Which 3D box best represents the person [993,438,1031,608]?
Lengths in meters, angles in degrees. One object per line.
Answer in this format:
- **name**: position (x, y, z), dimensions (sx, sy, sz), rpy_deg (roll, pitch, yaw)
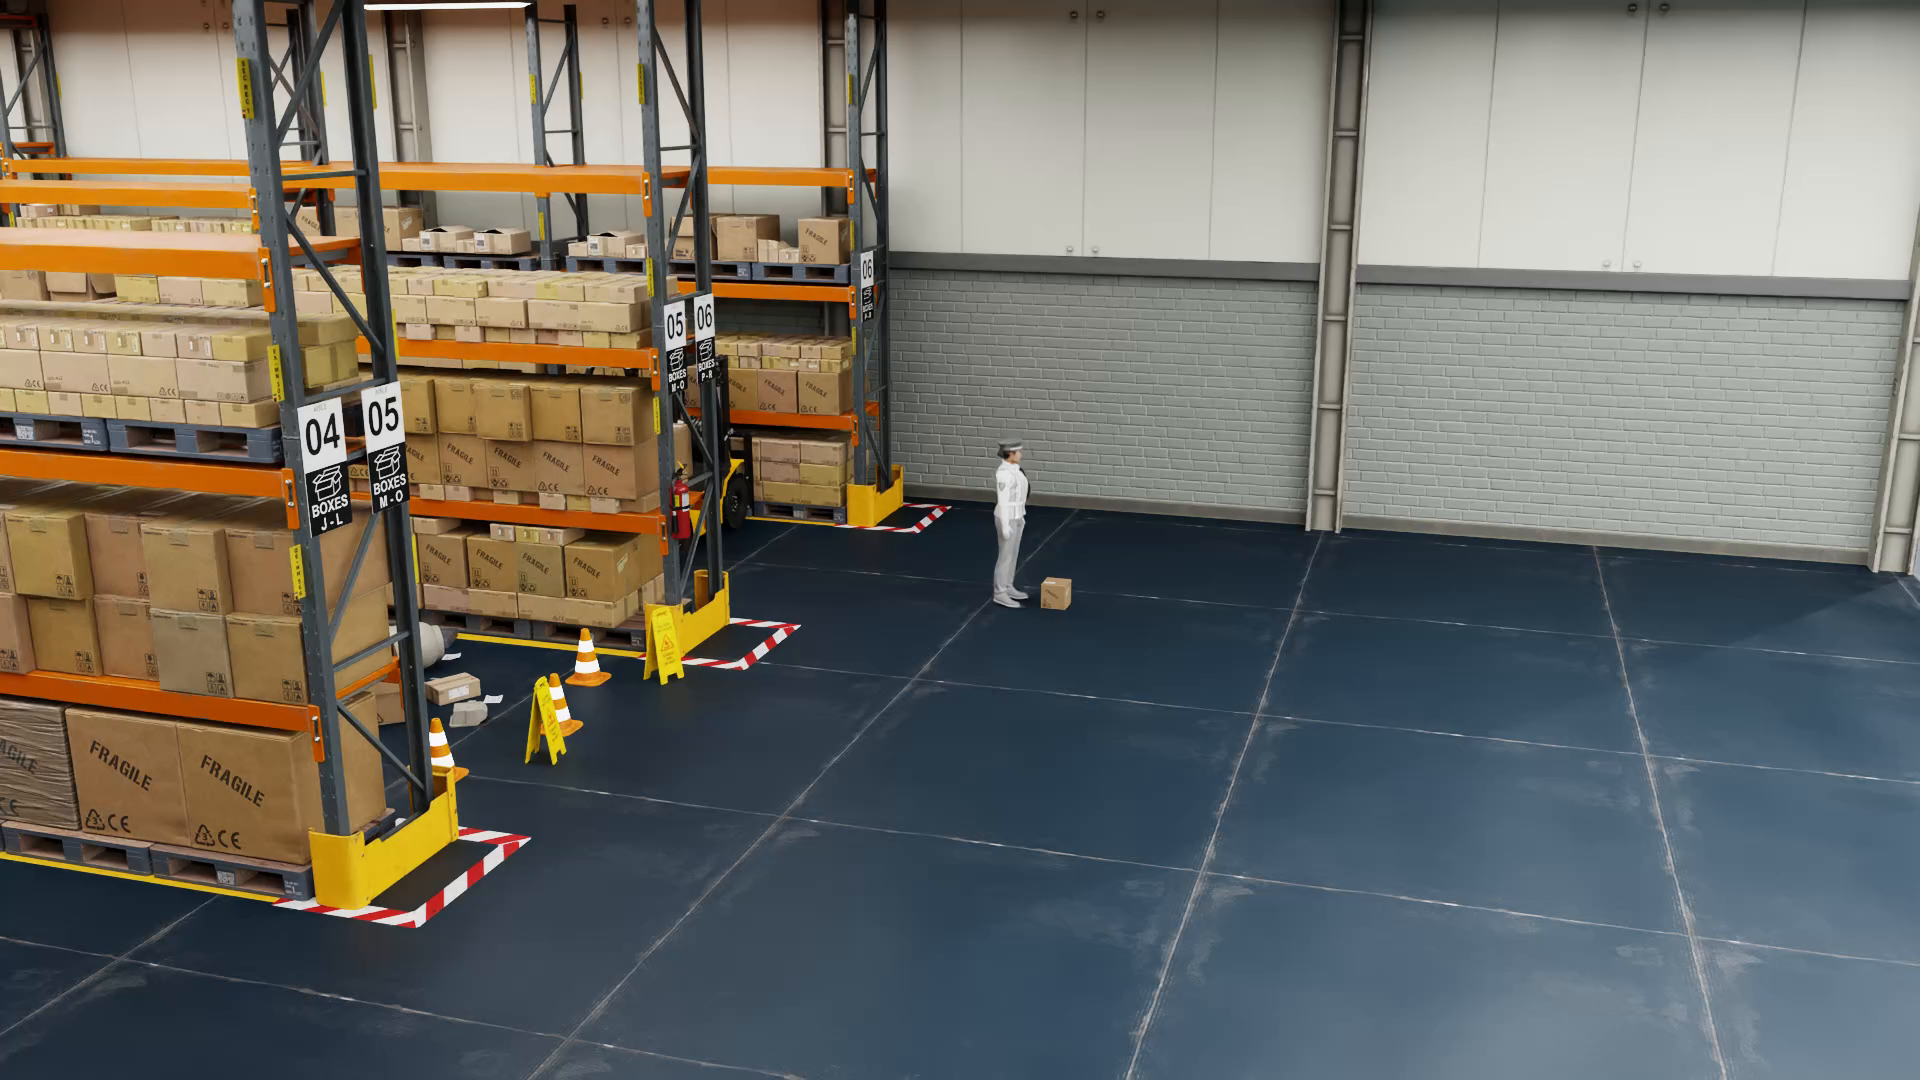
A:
- **person**: position (0.516, -0.191, 16.630), dimensions (0.324, 1.677, 0.508), rpy_deg (5, 16, 17)
